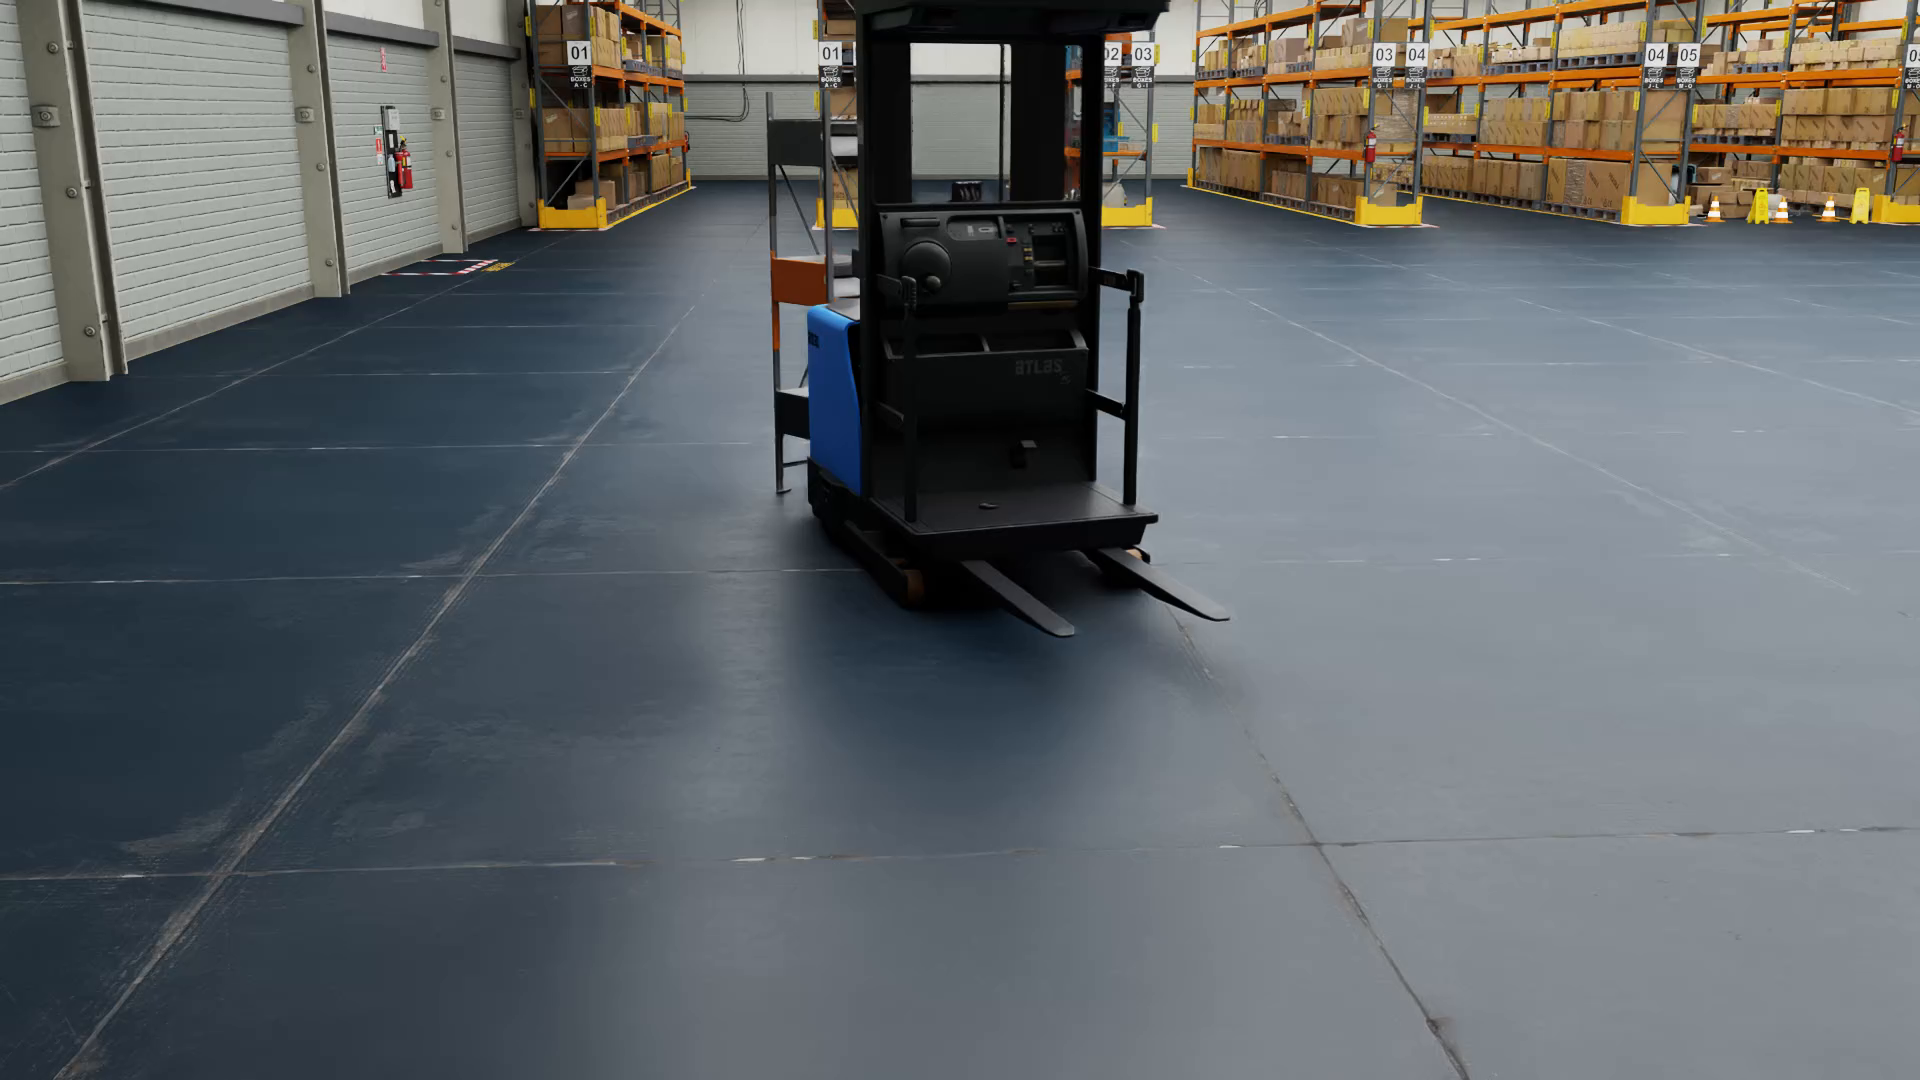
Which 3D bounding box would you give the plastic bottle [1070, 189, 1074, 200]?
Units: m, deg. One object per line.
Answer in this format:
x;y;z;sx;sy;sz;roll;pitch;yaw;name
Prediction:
2.291;-6.991;33.771;0.097;0.271;0.097;0;14;0;plastic bottle

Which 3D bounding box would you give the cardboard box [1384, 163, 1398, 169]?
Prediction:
11.682;-10.081;44.874;0.380;0.149;0.250;-2;15;-6;cardboard box

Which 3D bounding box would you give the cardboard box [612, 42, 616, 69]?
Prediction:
-6.882;-9.296;31.875;0.500;0.500;0.500;-2;15;-8;cardboard box

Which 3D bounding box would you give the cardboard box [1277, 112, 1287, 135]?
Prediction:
7.478;-9.375;37.400;0.500;0.500;0.500;-3;15;-10;cardboard box

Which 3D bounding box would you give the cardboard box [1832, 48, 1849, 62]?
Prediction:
17.390;-9.447;32.408;0.500;0.250;0.500;-1;14;-3;cardboard box

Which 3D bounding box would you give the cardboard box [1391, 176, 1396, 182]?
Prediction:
11.688;-9.601;44.200;0.380;0.149;0.250;-1;14;-3;cardboard box

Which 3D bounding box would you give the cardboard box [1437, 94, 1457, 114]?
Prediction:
12.329;-11.096;42.327;0.500;0.500;0.500;-1;14;-2;cardboard box

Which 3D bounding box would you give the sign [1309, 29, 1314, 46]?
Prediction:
7.099;-10.146;33.594;0.100;0.325;0.005;-1;14;-3;sign

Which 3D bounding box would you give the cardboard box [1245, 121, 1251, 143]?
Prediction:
7.066;-9.677;39.418;0.500;0.500;0.500;-1;14;-5;cardboard box

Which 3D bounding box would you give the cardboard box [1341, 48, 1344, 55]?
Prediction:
7.534;-9.362;31.875;0.380;0.149;0.250;-1;14;-2;cardboard box

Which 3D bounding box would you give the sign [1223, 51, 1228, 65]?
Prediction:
6.603;-11.984;41.368;0.100;0.325;0.005;-1;14;-3;sign

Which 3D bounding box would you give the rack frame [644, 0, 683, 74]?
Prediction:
-7.922;-13.922;44.078;1.000;3.000;0.127;-1;14;-3;rack frame

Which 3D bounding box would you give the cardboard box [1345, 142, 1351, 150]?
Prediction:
7.583;-7.524;31.753;0.380;0.149;0.250;-1;14;-3;cardboard box

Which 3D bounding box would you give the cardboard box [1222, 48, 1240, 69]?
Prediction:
7.049;-12.198;42.152;0.700;0.500;0.500;-2;15;-7;cardboard box

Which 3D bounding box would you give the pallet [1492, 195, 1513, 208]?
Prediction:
12.408;-7.458;36.589;1.003;0.211;1.213;-1;14;-3;pallet

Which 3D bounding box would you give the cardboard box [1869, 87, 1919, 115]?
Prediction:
17.542;-8.221;31.153;0.700;0.500;0.500;-1;14;-5;cardboard box

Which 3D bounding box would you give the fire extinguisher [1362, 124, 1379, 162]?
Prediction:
7.448;-7.194;30.123;0.296;0.674;0.183;-1;14;-3;fire extinguisher

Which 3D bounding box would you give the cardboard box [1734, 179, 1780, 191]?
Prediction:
17.461;-7.655;36.189;0.950;0.372;0.625;0;14;0;cardboard box

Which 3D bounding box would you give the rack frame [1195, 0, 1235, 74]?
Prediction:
6.909;-14.152;44.969;1.000;3.000;0.127;-1;14;-3;rack frame

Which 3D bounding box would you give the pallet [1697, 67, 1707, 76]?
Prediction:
17.203;-10.930;38.848;1.213;0.211;1.003;0;14;-1;pallet

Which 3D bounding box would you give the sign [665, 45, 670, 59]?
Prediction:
-7.133;-11.889;40.524;0.100;0.325;0.005;-1;14;-3;sign

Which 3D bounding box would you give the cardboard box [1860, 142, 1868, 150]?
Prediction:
17.434;-7.514;31.713;0.380;0.149;0.250;-1;14;-4;cardboard box

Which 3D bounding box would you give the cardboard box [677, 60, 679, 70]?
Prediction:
-7.579;-12.341;43.211;0.500;0.250;0.500;-1;14;-6;cardboard box

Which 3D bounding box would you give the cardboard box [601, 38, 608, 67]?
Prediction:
-6.736;-8.899;30.332;0.500;0.500;0.500;0;14;-1;cardboard box

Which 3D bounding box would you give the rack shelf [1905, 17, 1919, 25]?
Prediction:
22.374;-11.353;36.339;1.077;0.370;4.000;-1;14;-3;rack shelf

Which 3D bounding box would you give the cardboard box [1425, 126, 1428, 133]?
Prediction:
11.714;-10.149;41.112;0.380;0.149;0.250;-1;14;-3;cardboard box

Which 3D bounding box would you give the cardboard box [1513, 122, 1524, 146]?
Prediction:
12.248;-8.739;35.771;0.500;0.500;0.500;-1;14;-3;cardboard box

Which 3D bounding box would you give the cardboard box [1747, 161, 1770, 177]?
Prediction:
21.644;-9.970;44.930;0.500;0.500;0.500;-1;14;-2;cardboard box

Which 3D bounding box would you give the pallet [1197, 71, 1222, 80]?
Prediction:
6.966;-12.472;44.638;1.003;0.211;1.213;-1;14;-3;pallet

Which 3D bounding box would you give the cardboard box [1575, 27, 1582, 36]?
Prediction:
12.341;-9.997;32.702;0.380;0.149;0.250;-1;14;-4;cardboard box

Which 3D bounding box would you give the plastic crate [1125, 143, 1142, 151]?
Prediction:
3.223;-7.291;30.871;0.298;0.136;0.250;-1;14;-3;plastic crate

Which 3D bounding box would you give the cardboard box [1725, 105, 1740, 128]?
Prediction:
17.195;-9.304;36.528;0.500;0.500;0.500;-1;14;-6;cardboard box

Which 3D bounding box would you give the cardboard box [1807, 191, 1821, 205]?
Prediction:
17.390;-6.871;33.388;0.500;0.250;0.500;-1;14;-4;cardboard box

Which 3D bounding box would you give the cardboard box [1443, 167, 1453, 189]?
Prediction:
11.982;-8.721;40.076;0.500;0.500;0.500;-2;15;-6;cardboard box

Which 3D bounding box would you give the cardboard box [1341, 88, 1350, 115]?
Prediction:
7.555;-8.326;31.561;0.500;0.500;0.500;-1;14;-3;cardboard box

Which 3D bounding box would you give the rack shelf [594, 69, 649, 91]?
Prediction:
-7.303;-9.634;34.875;1.077;0.370;4.000;-1;14;-3;rack shelf

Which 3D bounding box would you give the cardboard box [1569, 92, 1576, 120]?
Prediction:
12.748;-8.682;33.281;0.875;0.550;0.550;-1;14;-3;cardboard box

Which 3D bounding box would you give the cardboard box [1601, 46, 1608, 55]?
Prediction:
12.420;-9.295;31.573;0.380;0.149;0.250;-1;14;-3;cardboard box

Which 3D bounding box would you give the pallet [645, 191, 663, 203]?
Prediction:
-7.400;-7.874;38.207;1.003;0.211;1.213;-1;14;-3;pallet

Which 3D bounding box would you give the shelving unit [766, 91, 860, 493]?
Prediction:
-0.678;-1.260;8.707;0.431;2.100;0.503;-12;19;-40;shelving unit

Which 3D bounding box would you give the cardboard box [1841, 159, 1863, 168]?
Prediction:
17.379;-7.317;32.315;0.380;0.149;0.250;-1;14;-3;cardboard box

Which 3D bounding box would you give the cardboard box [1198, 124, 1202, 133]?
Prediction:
6.708;-11.065;44.716;0.500;0.250;0.500;-1;14;-4;cardboard box

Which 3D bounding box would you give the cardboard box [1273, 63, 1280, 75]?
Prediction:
7.211;-10.388;36.663;0.500;0.250;0.500;-1;14;-2;cardboard box

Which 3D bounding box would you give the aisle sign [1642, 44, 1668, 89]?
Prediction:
12.562;-8.555;30.041;0.394;0.787;0.004;-1;14;-3;aisle sign

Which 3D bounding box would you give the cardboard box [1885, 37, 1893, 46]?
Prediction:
17.498;-9.282;30.965;0.380;0.149;0.250;-1;14;-2;cardboard box

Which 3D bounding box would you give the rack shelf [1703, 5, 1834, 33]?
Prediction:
17.420;-11.276;36.038;1.077;0.370;4.000;-1;14;-3;rack shelf

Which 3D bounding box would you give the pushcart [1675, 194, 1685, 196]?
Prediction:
15.271;-7.097;34.854;1.648;0.377;0.936;-6;16;-23;pushcart

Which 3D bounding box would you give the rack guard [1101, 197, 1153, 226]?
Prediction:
2.905;-5.998;30.336;1.175;0.500;0.348;-1;14;-3;rack guard

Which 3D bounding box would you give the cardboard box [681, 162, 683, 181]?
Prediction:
-7.779;-9.837;44.414;0.700;0.500;0.500;-1;14;-3;cardboard box

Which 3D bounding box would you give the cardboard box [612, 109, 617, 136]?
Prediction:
-6.751;-7.841;31.238;0.500;0.500;0.500;0;14;-2;cardboard box

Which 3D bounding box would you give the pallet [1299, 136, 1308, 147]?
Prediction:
7.750;-8.361;34.889;1.003;0.211;1.213;-1;14;-3;pallet

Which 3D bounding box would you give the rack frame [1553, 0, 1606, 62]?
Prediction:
12.609;-11.219;33.570;1.000;3.000;0.127;-1;14;-3;rack frame

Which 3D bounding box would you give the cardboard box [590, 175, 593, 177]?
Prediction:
-7.323;-7.346;34.690;0.700;0.500;0.500;-1;14;-5;cardboard box

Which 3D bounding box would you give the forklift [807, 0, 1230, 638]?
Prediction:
0.178;-1.250;7.002;1.130;2.935;3.031;-5;15;-18;forklift

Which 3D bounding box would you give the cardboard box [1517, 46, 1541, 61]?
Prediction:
12.281;-10.407;35.571;0.500;0.311;0.500;-1;14;-5;cardboard box
